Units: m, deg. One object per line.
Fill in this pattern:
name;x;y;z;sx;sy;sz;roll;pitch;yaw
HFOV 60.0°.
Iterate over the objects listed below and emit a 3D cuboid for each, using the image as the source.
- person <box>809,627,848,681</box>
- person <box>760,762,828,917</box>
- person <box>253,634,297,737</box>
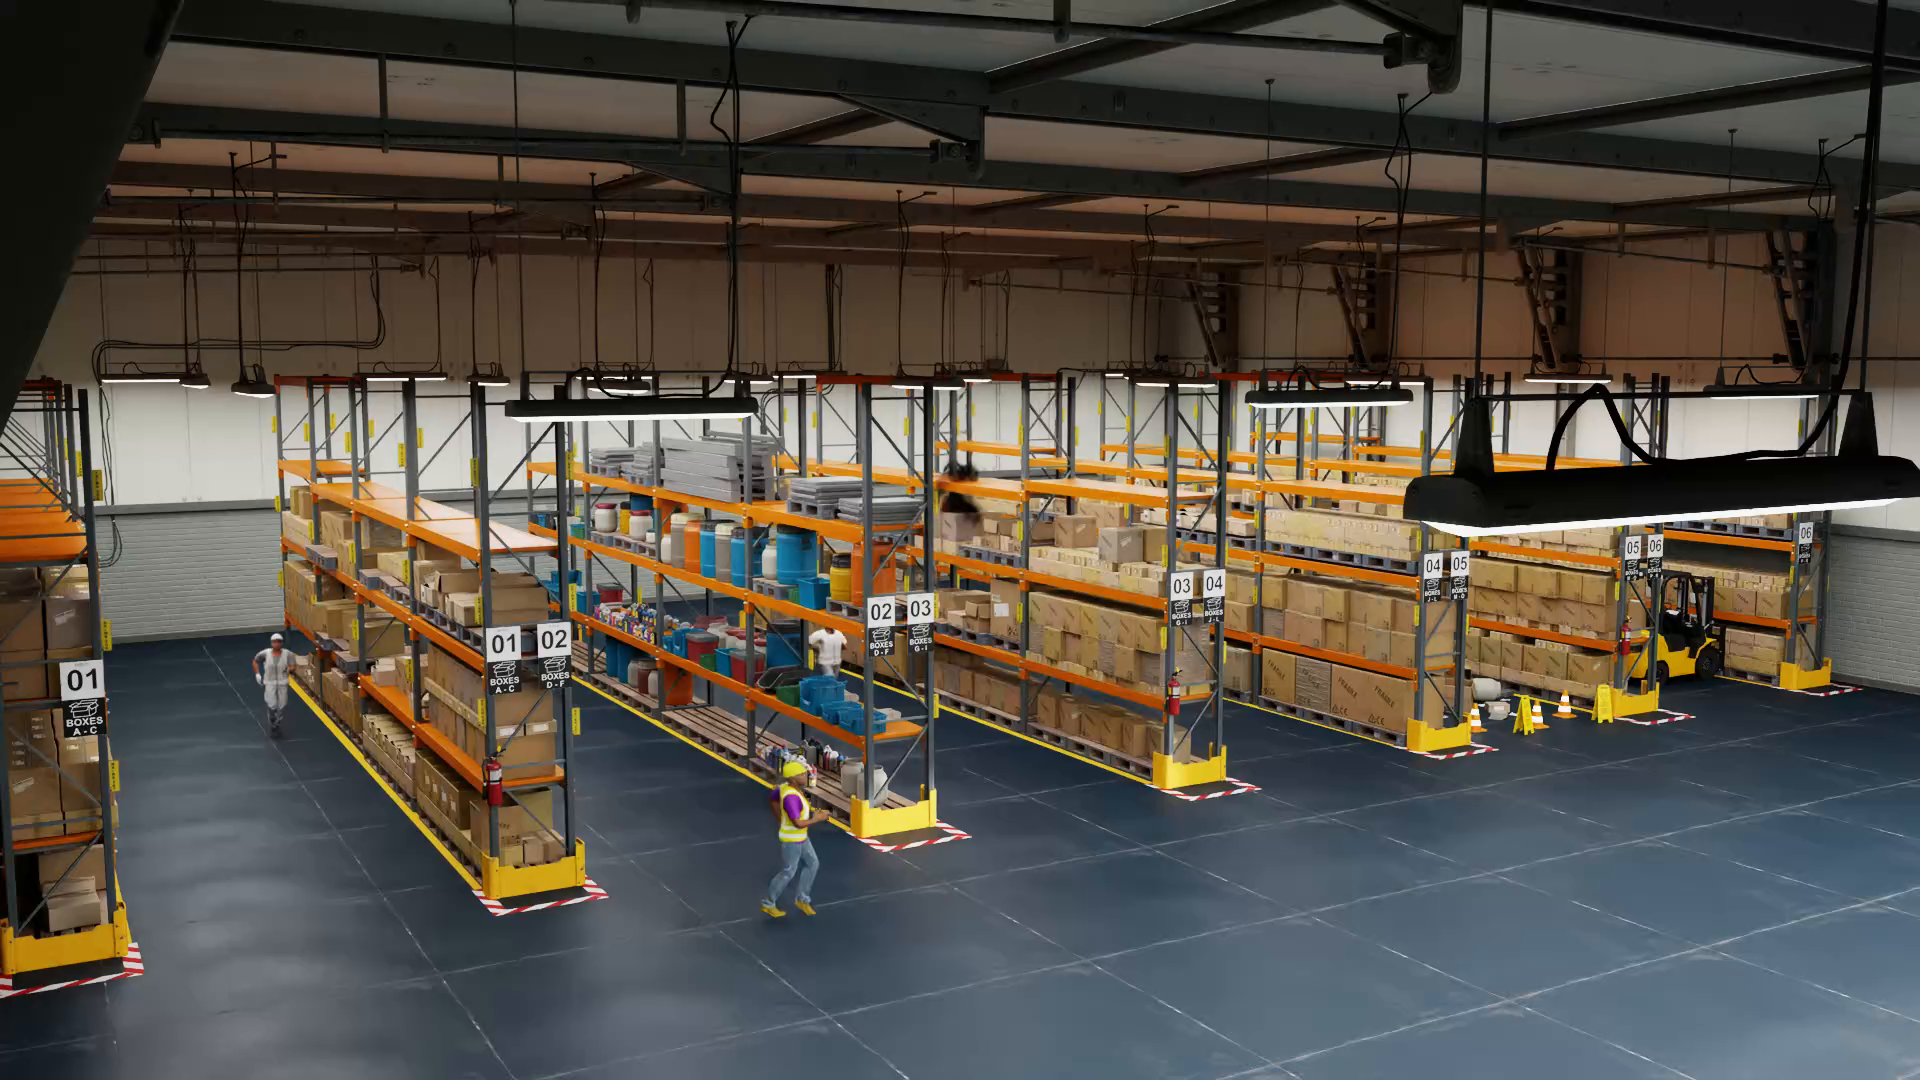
person;-2.293;2.187;29.360;0.693;1.780;0.944;-5;8;-39
person;-1.872;3.409;18.751;0.769;1.839;0.701;0;6;-2
person;-11.380;2.421;27.688;0.647;1.750;0.735;-4;7;-30
